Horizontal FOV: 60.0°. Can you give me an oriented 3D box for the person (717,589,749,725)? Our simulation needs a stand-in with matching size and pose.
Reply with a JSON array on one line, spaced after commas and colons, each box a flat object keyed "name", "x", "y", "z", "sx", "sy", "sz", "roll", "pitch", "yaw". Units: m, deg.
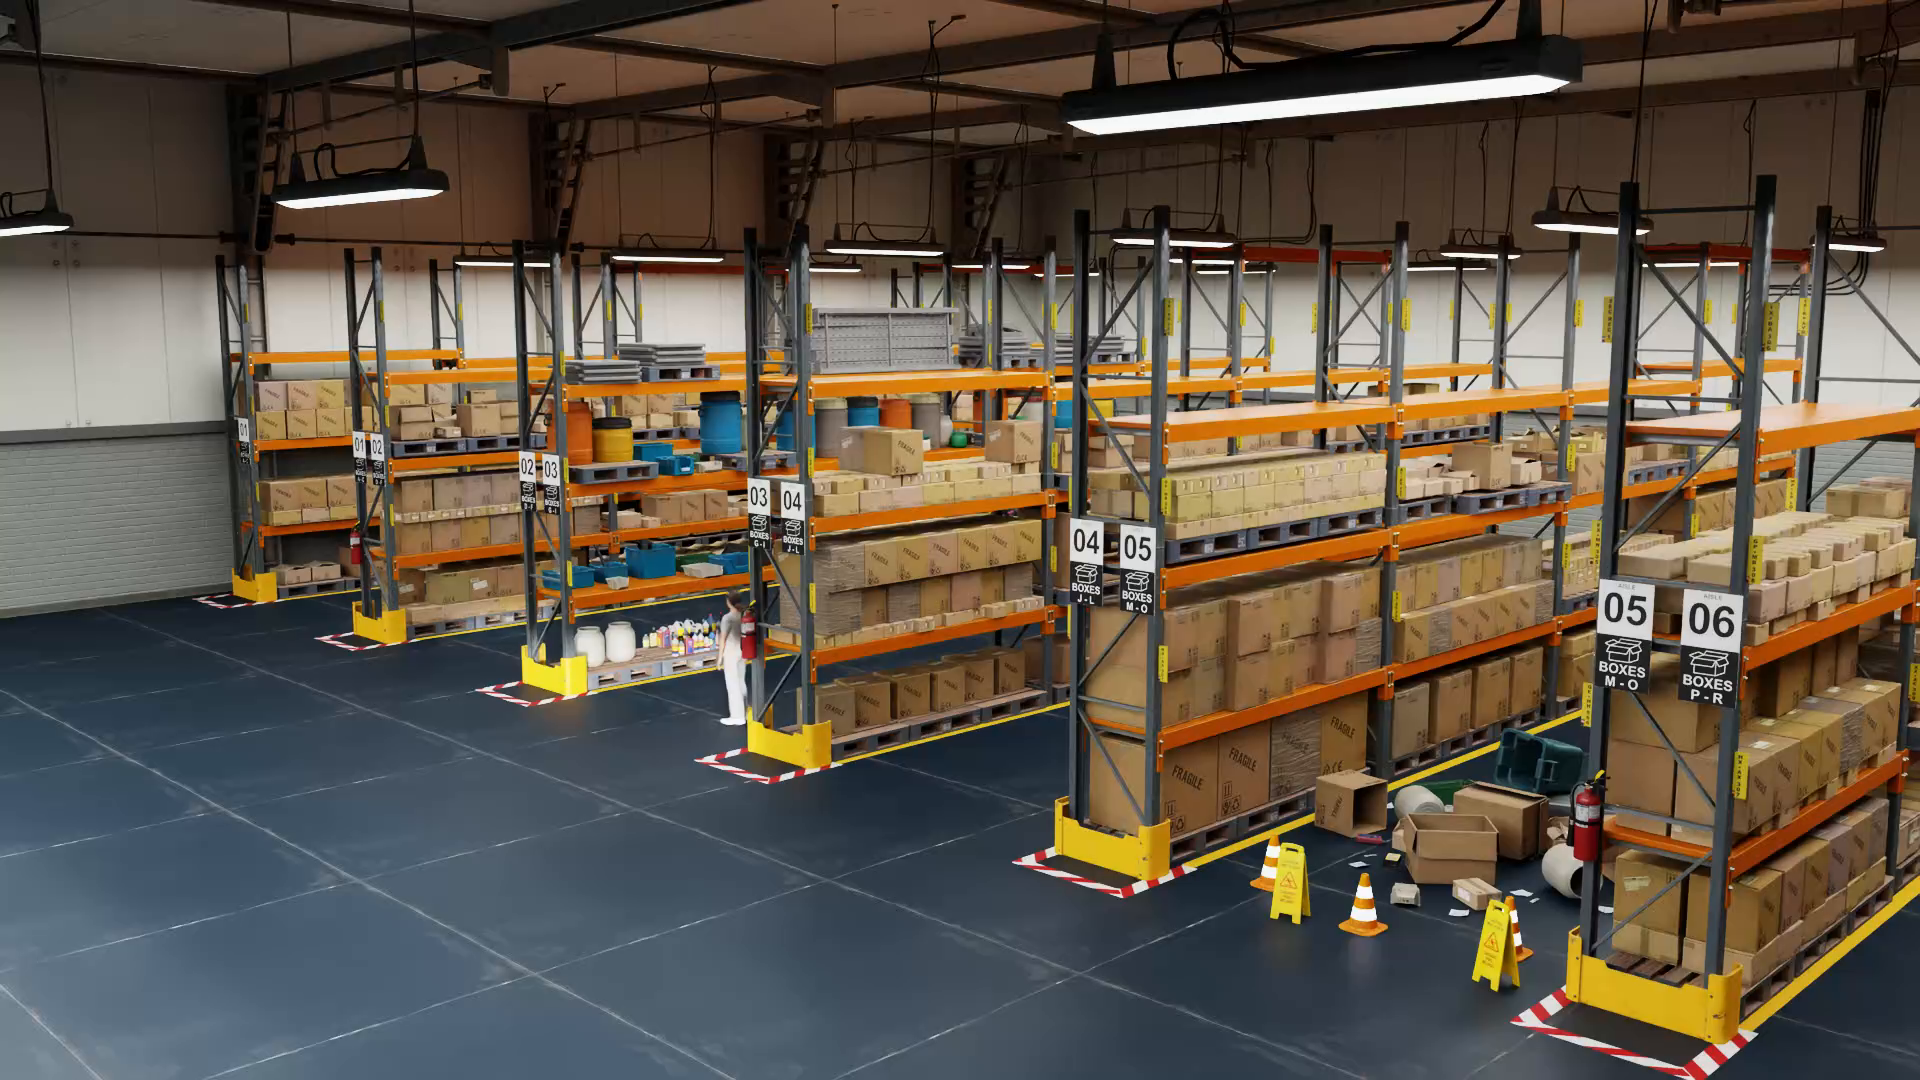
[{"name": "person", "x": -2.785, "y": 1.456, "z": 20.497, "sx": 0.374, "sy": 1.709, "sz": 0.535, "roll": 5, "pitch": 9, "yaw": 31}]

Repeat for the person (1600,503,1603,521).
[{"name": "person", "x": 11.816, "y": 0.055, "z": 30.362, "sx": 1.011, "sy": 1.633, "sz": 0.538, "roll": 5, "pitch": 10, "yaw": 34}]
